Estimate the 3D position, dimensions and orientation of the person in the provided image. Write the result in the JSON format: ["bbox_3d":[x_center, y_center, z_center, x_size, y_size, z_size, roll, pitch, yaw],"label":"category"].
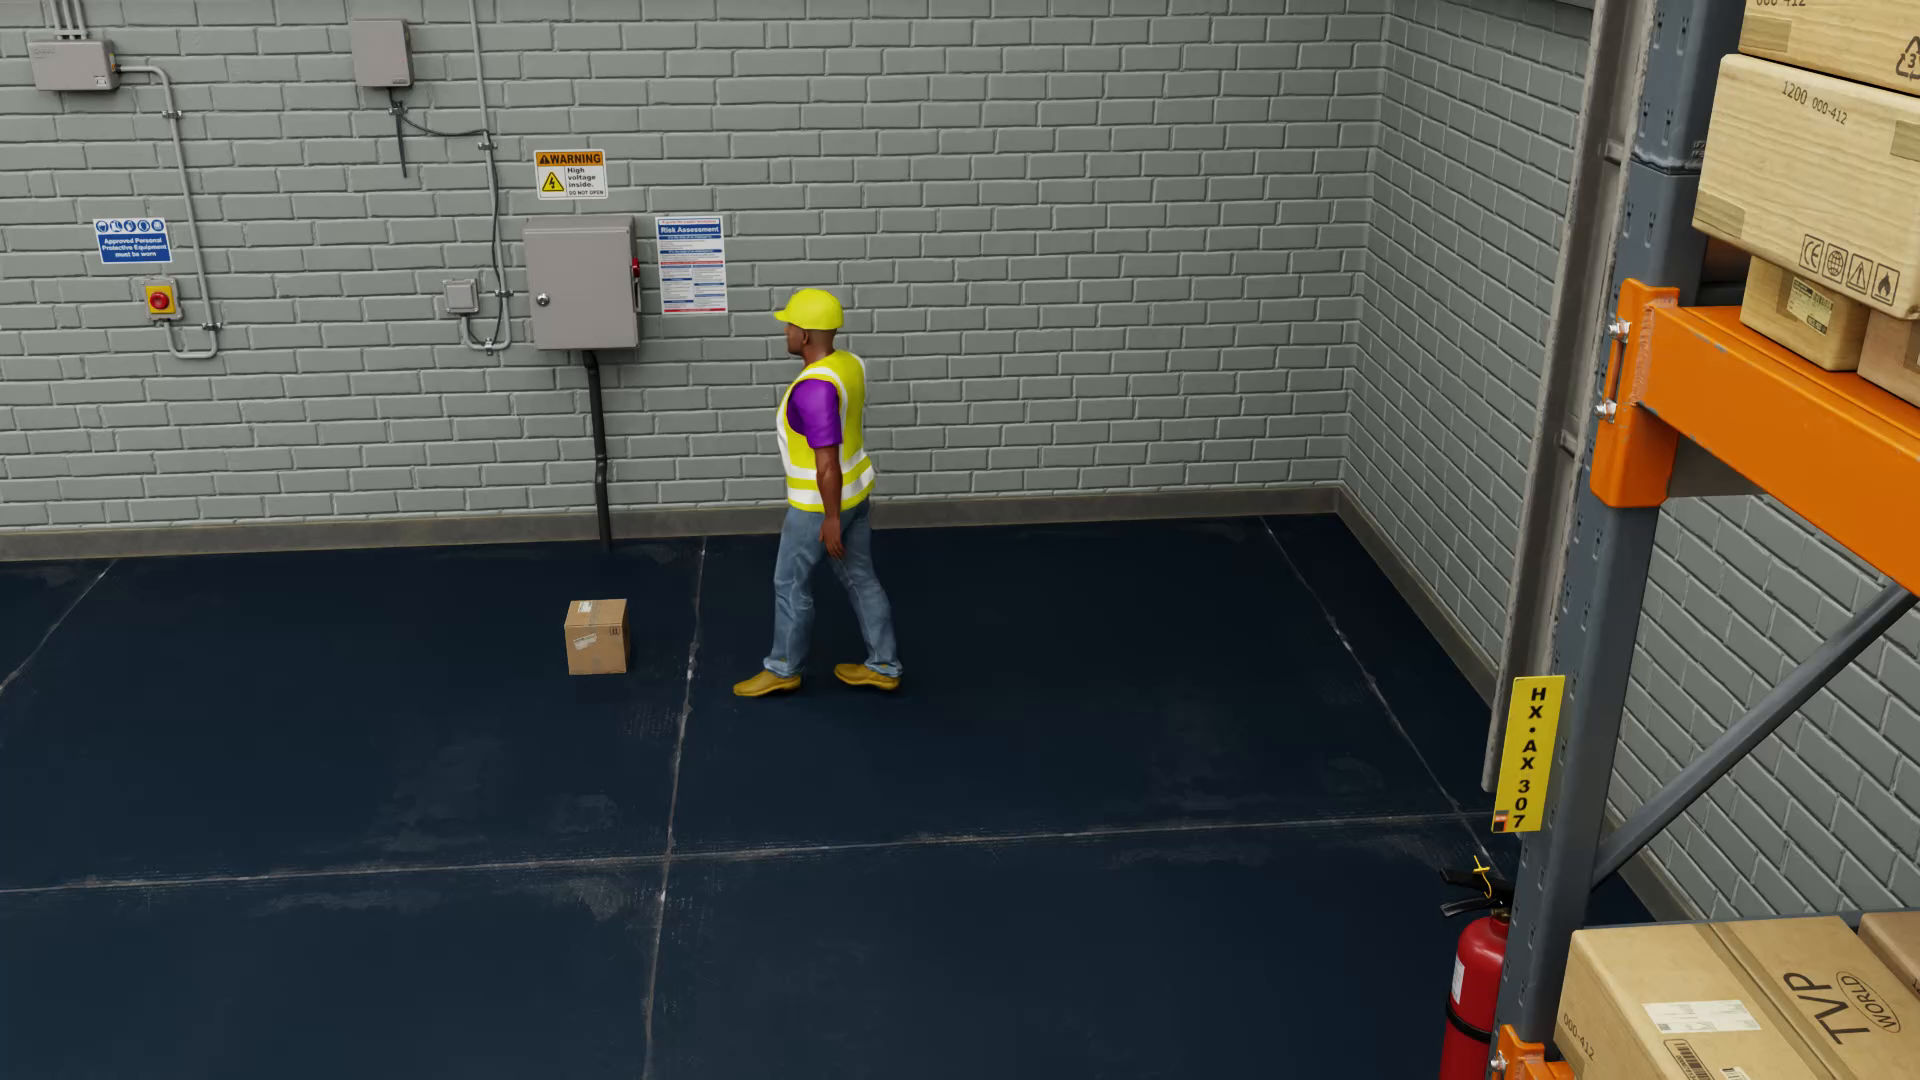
[{"bbox_3d":[-0.582,-0.179,6.979,0.722,1.782,0.582,8,25,18],"label":"person"}]
